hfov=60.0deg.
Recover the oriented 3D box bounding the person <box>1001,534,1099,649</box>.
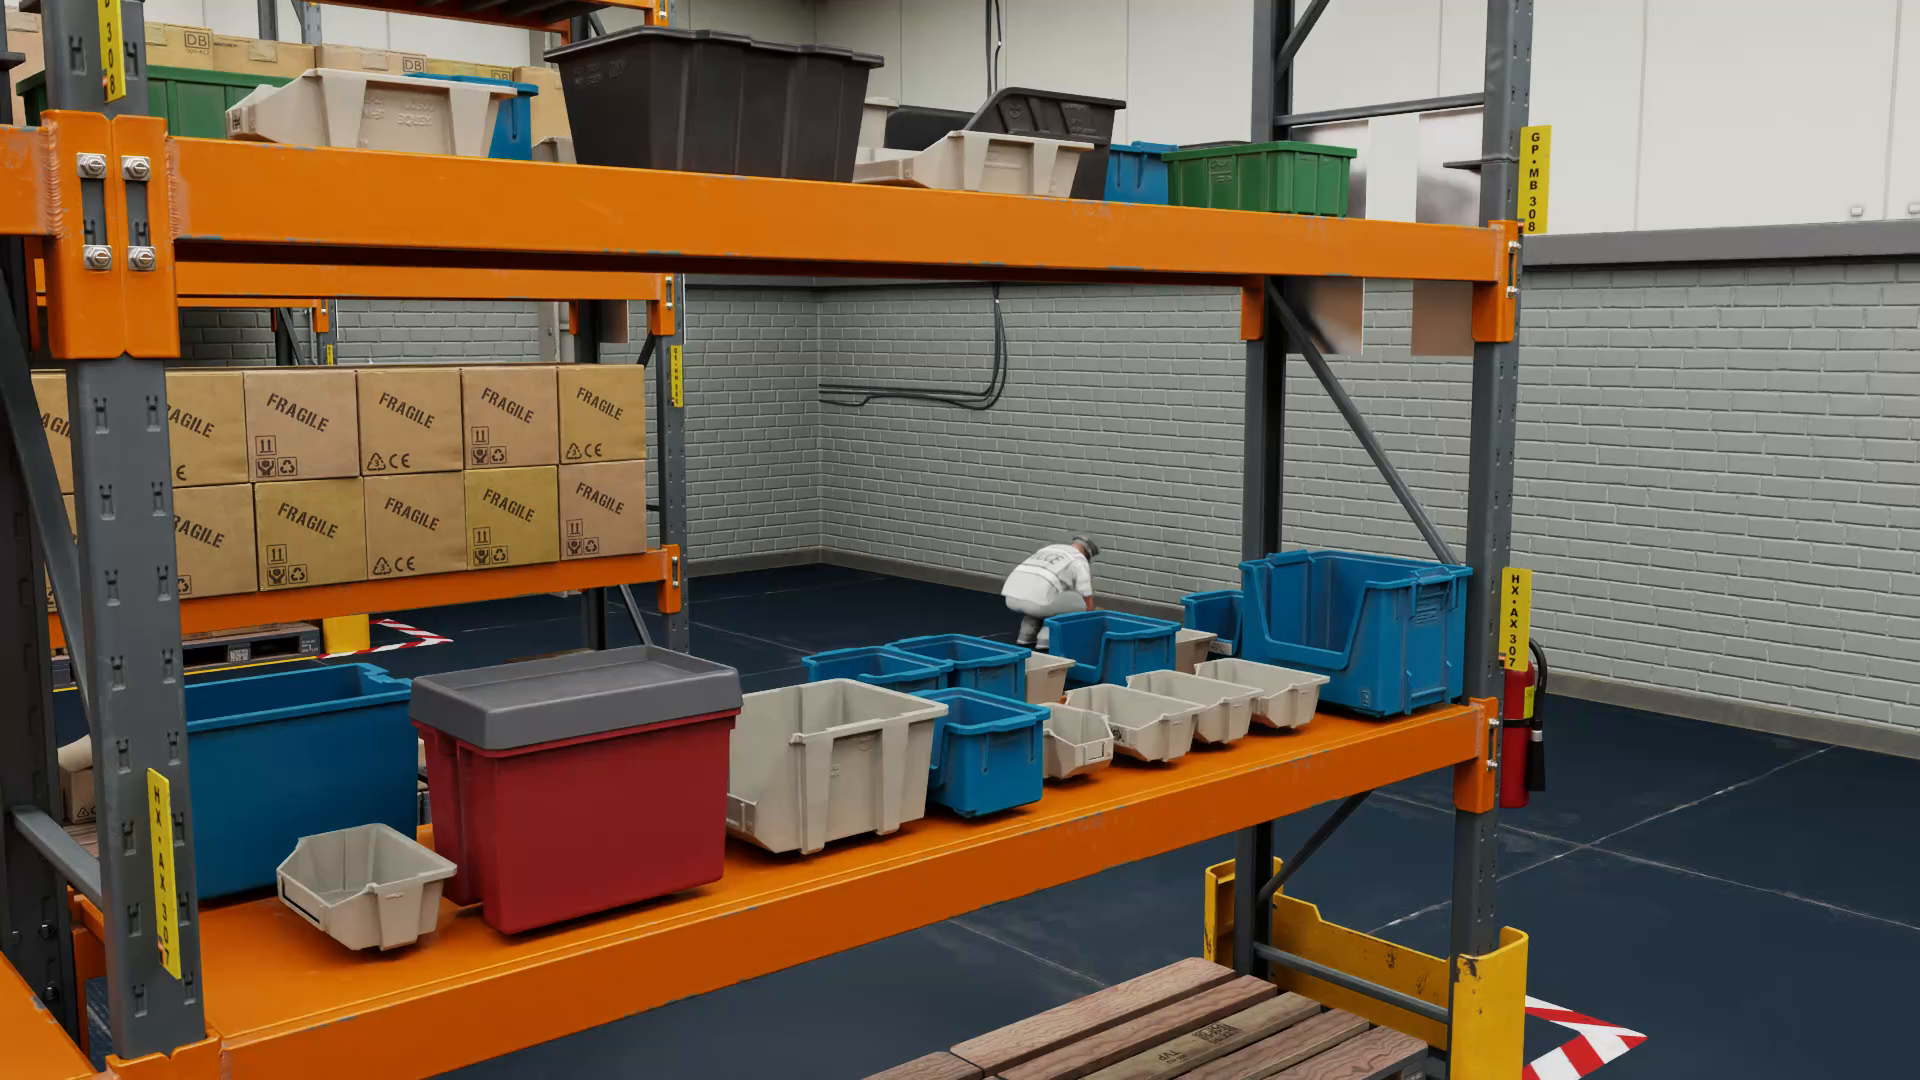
[{"bbox_3d":[0.758,0.434,13.182,0.972,0.899,0.549,-6,10,-41],"label":"person"}]
